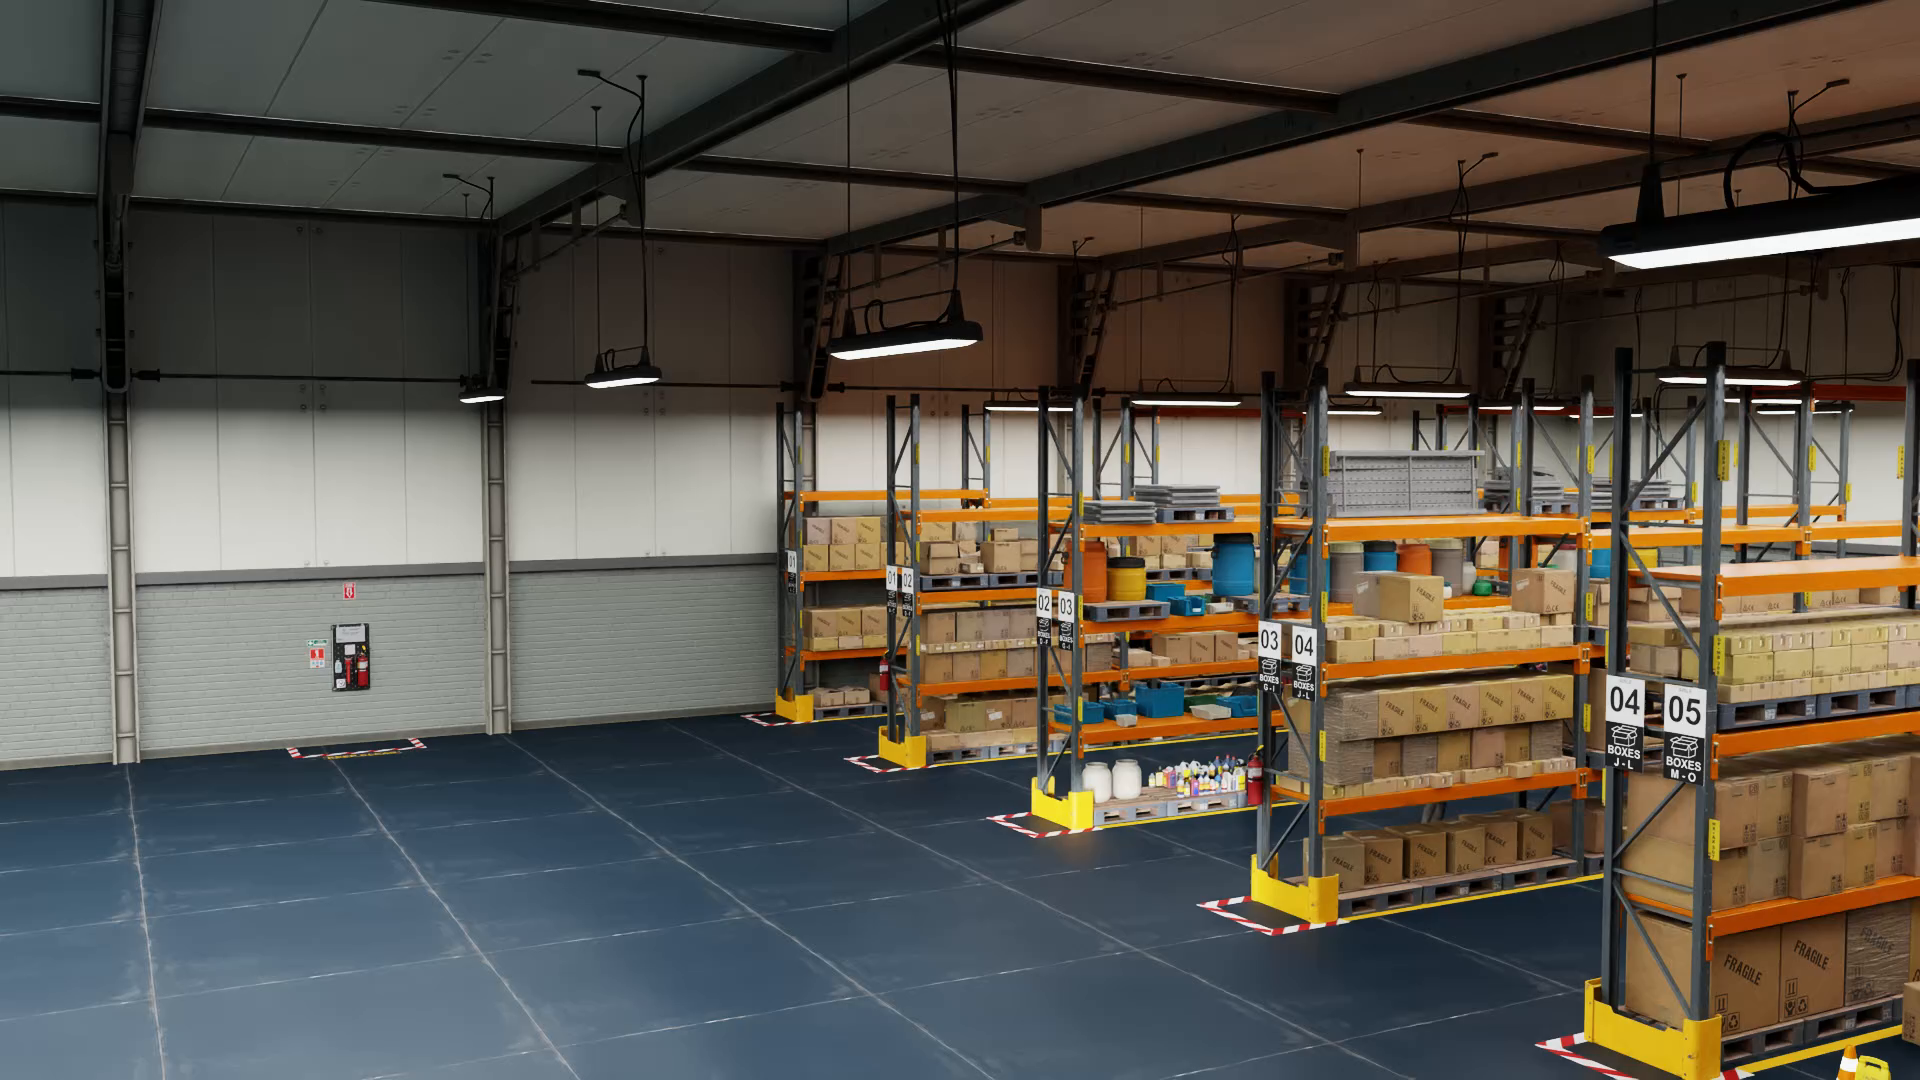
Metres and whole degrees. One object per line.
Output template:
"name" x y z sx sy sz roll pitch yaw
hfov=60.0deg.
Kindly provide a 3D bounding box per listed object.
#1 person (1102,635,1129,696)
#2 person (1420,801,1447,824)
"person" 2.868 2.577 30.951 0.979 1.651 0.489 -2 4 -29
"person" 6.158 3.115 21.454 0.458 1.632 0.492 -3 5 -45
